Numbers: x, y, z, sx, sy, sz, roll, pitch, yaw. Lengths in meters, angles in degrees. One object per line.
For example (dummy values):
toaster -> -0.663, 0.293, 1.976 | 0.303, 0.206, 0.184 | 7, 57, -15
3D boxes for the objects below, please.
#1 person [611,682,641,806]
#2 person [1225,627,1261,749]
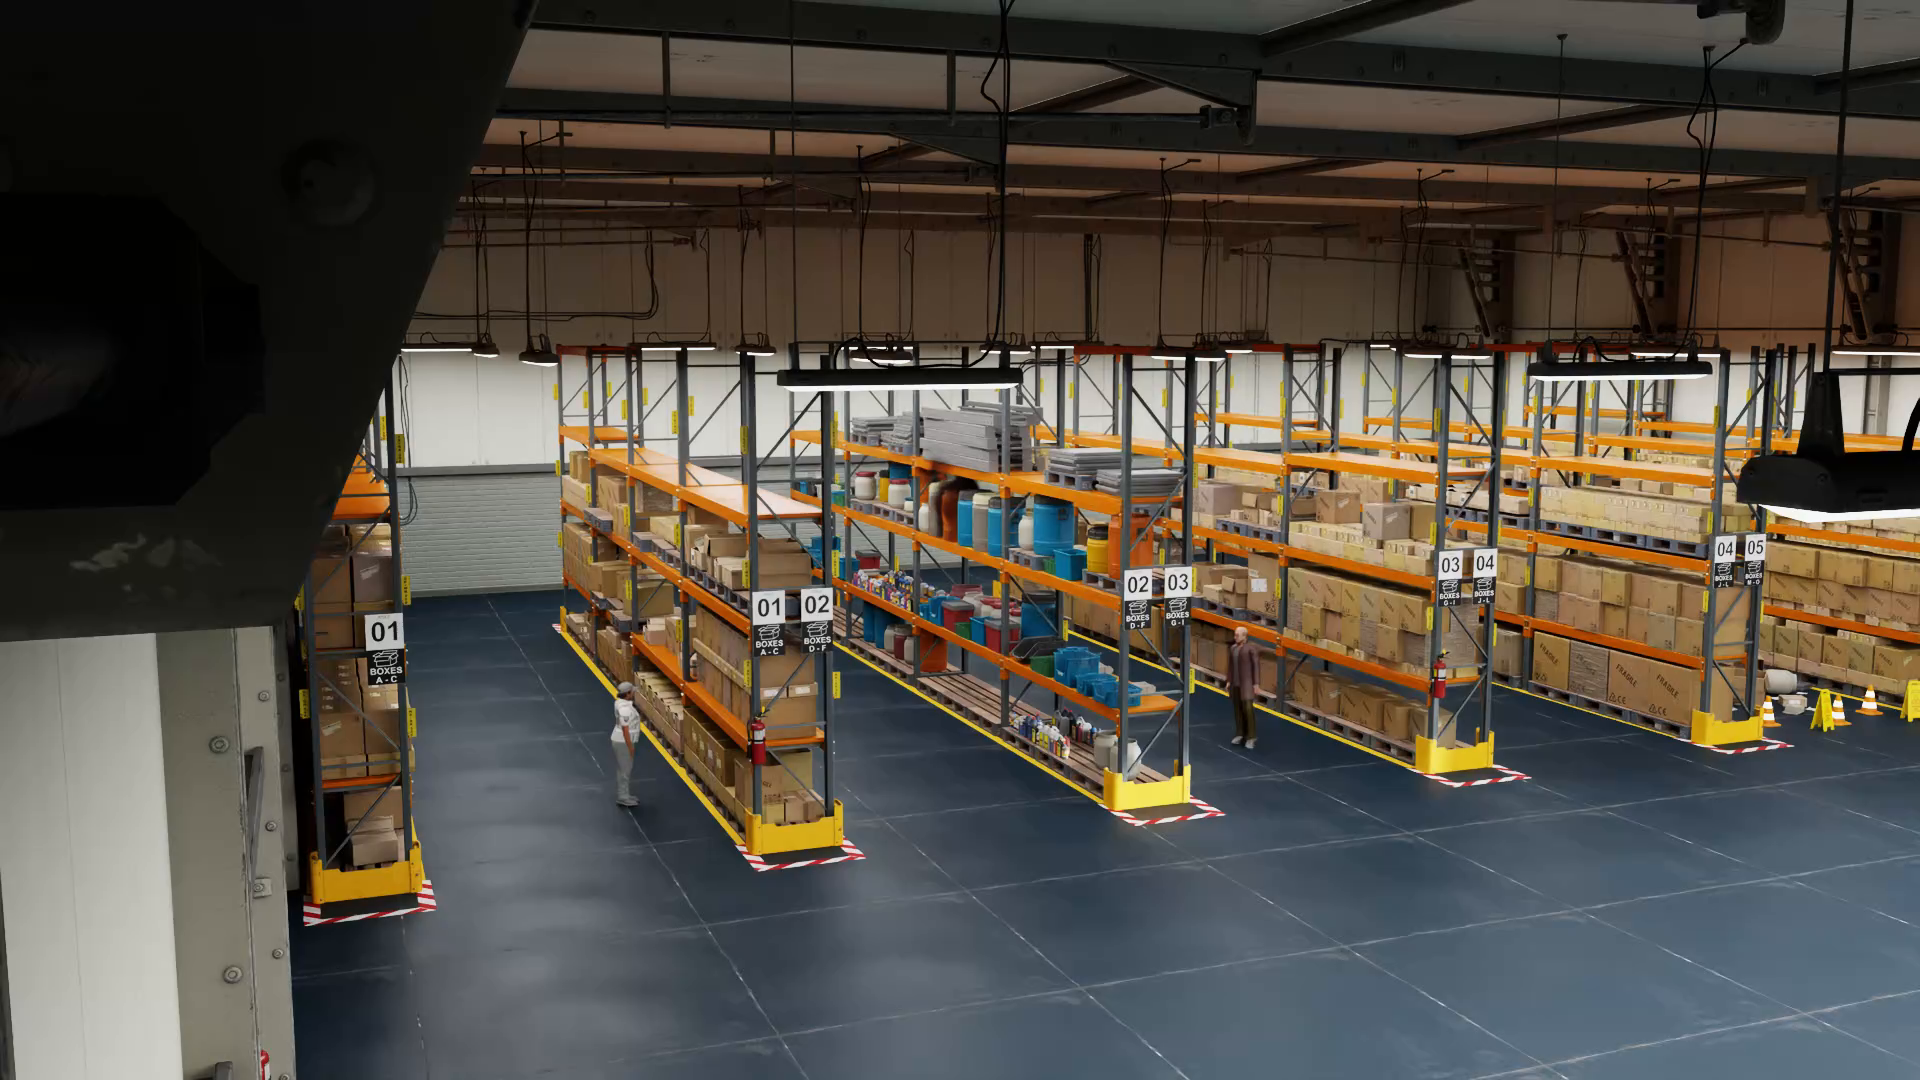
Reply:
person -> -4.440, 2.703, 22.166 | 0.386, 1.669, 0.531 | -1, 7, -6
person -> 4.296, 2.241, 25.401 | 0.401, 1.828, 0.657 | -5, 9, -34
